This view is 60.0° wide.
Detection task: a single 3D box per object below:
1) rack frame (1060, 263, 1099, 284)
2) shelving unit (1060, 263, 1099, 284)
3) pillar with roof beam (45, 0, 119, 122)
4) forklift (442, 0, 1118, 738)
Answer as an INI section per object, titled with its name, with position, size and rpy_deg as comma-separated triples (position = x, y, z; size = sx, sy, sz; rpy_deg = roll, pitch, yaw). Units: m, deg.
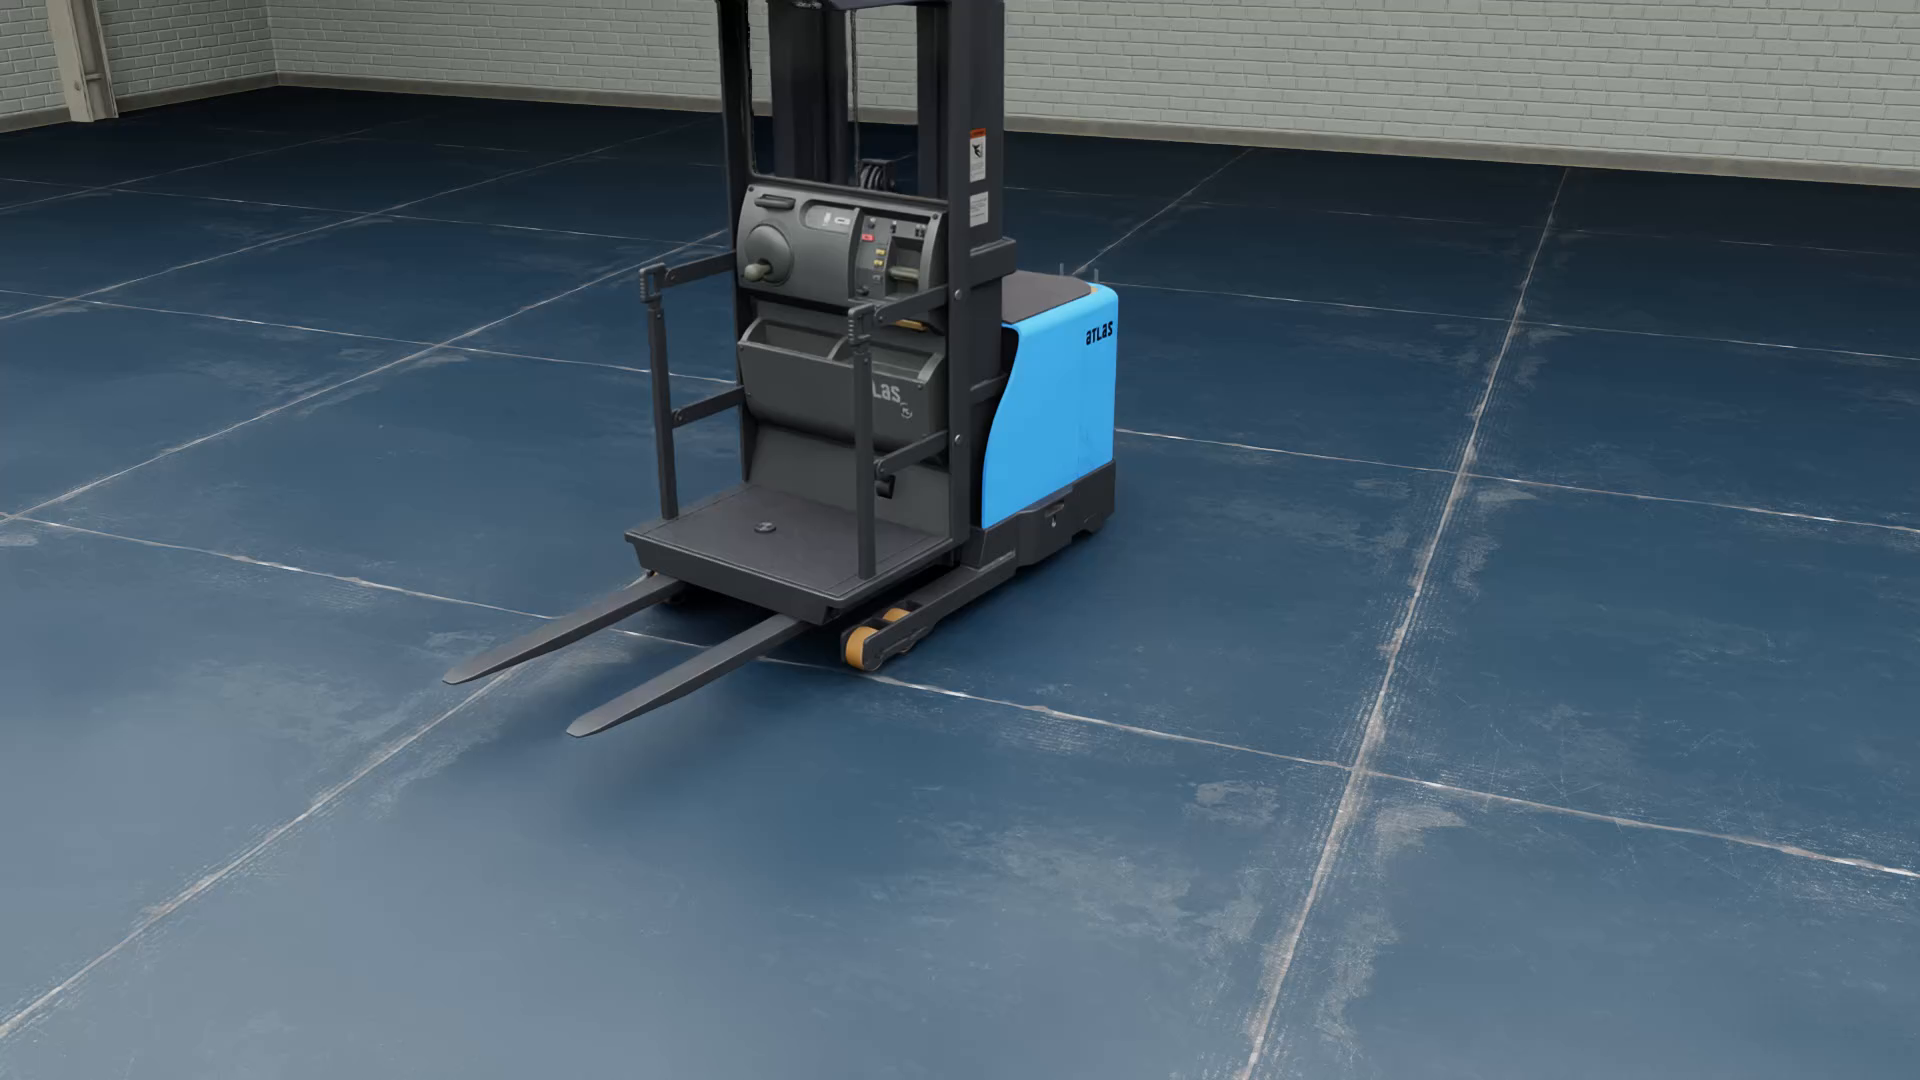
[rack frame]
position = 0.535, -0.743, 7.666
size = 0.200, 1.050, 0.008
rpy_deg = 15, 27, 33
[shelving unit]
position = 0.463, -0.705, 7.575
size = 0.215, 1.050, 0.252
rpy_deg = 15, 27, 33
[pillar with roof beam]
position = -5.585, -8.197, 15.198
size = 9.100, 9.000, 0.400
rpy_deg = 9, 24, 20
[forklift]
position = -0.582, -1.080, 6.033
size = 1.130, 2.935, 3.031
rpy_deg = 15, 27, 33
